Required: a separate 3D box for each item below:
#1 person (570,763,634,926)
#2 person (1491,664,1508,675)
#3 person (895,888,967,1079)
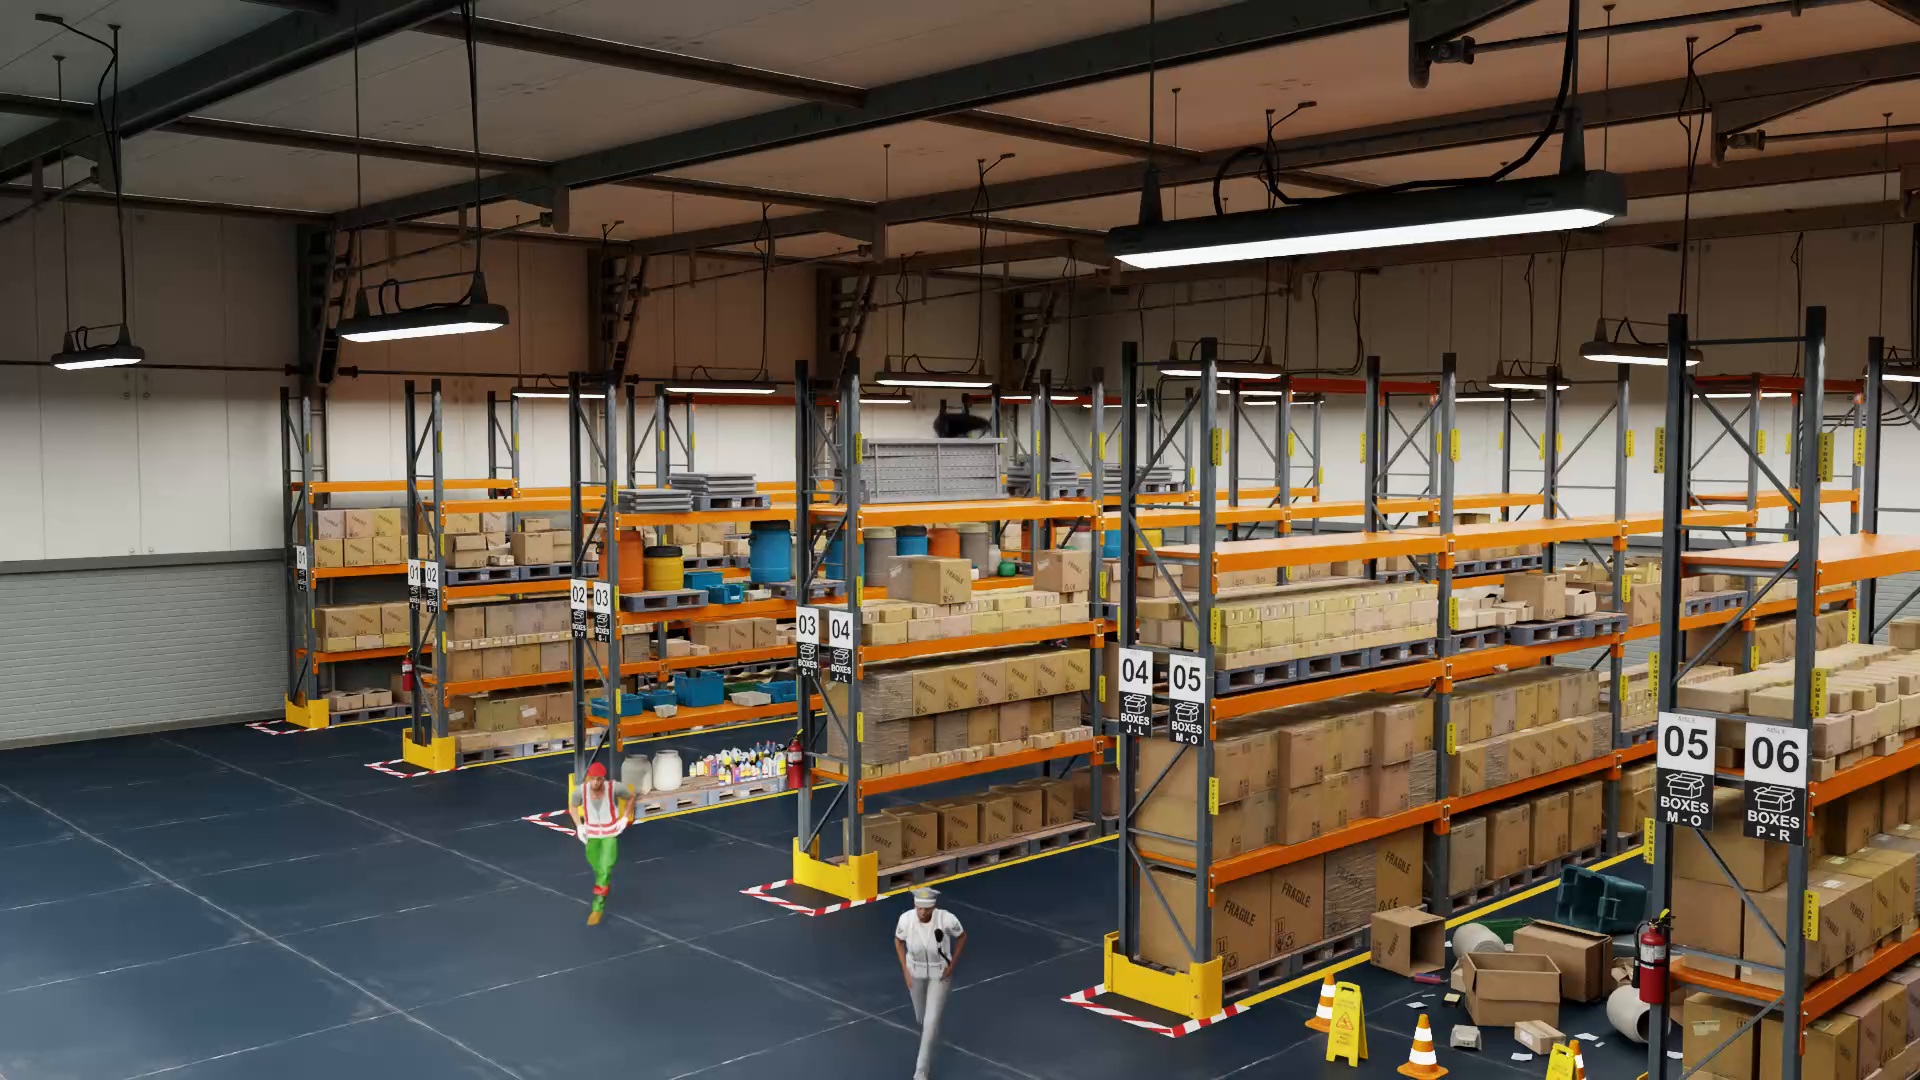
[{"bbox_3d":[-3.841,3.184,17.897,0.678,1.729,1.025,-1,4,-8],"label":"person"},{"bbox_3d":[8.052,2.709,24.729,0.755,1.777,0.647,-3,5,-42],"label":"person"},{"bbox_3d":[-0.232,3.535,13.478,0.583,1.619,0.894,0,4,3],"label":"person"}]
